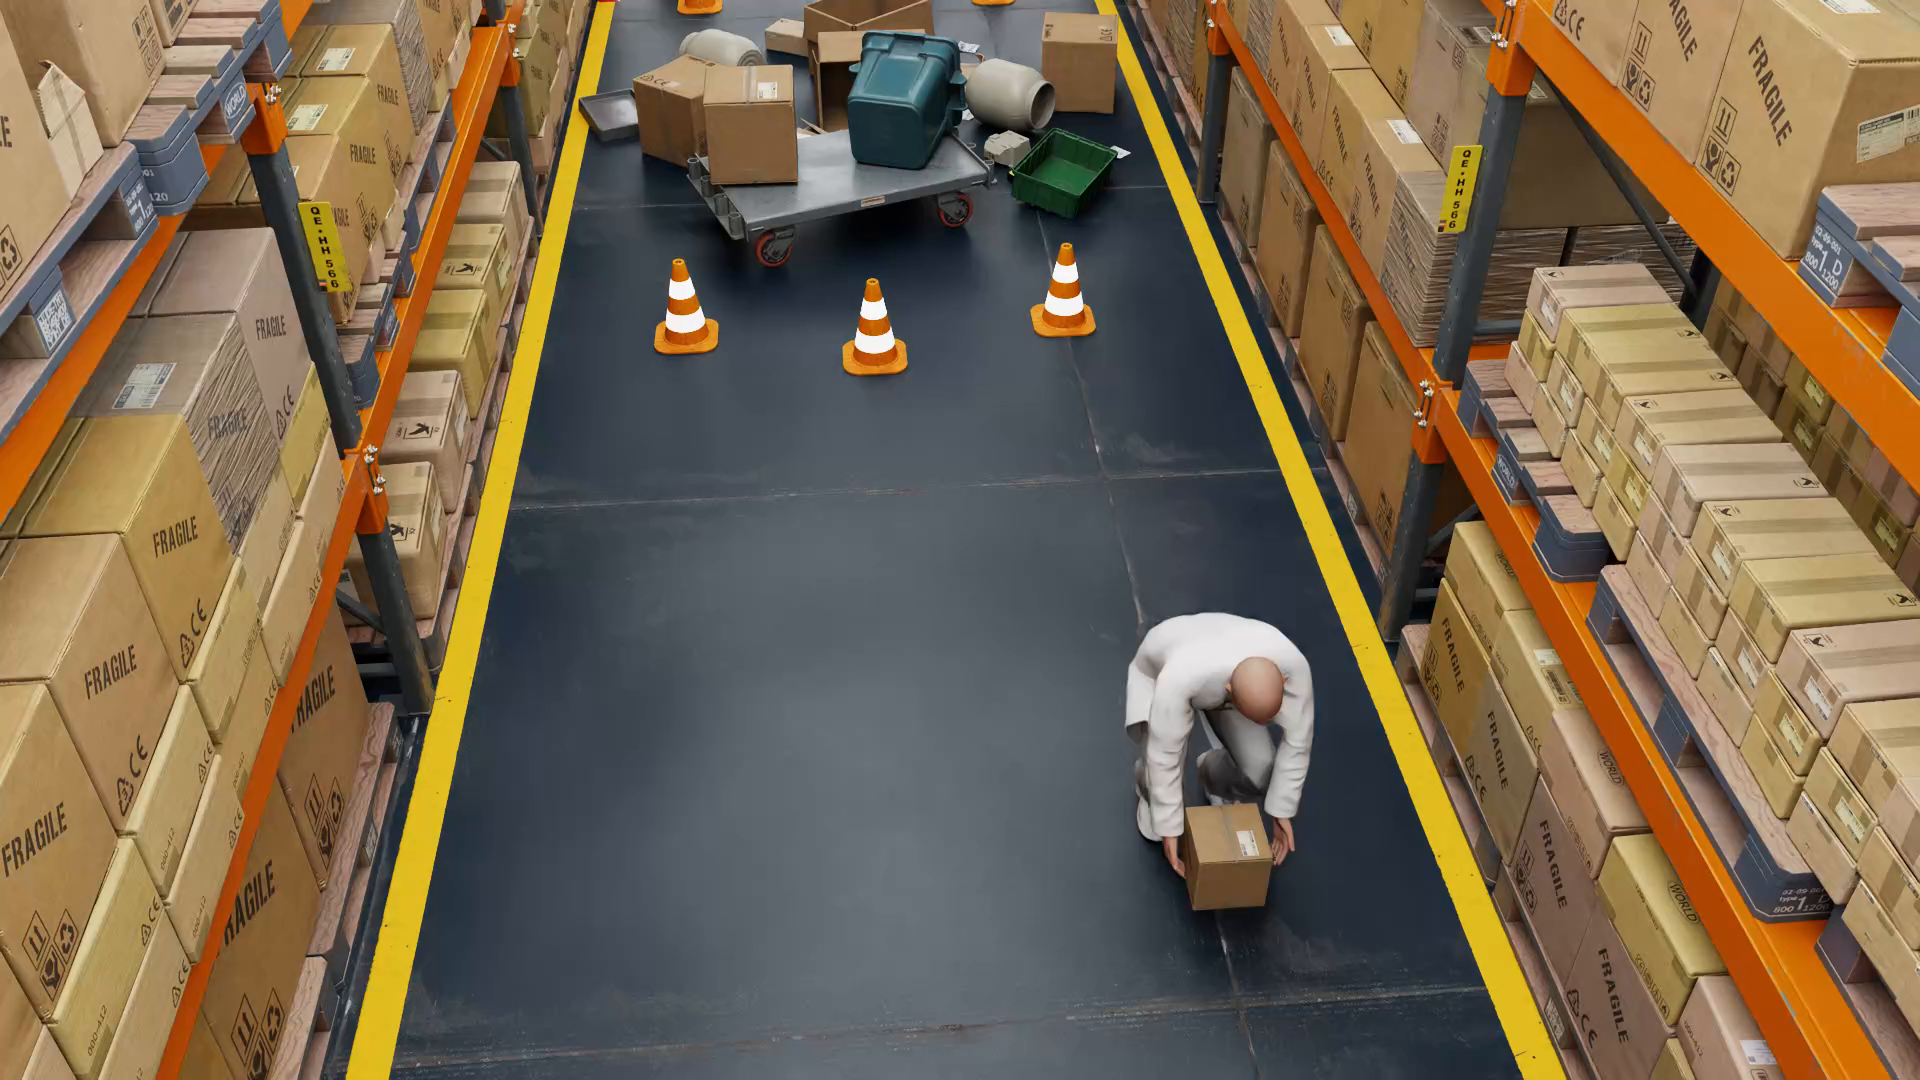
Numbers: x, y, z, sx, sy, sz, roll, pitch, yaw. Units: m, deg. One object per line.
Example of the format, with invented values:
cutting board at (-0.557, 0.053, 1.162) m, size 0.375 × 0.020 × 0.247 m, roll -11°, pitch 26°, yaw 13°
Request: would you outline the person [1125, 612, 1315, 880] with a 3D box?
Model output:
person at (0.898, 0.650, 5.896) m, size 0.615 × 1.101 × 0.876 m, roll -3°, pitch 39°, yaw -4°
